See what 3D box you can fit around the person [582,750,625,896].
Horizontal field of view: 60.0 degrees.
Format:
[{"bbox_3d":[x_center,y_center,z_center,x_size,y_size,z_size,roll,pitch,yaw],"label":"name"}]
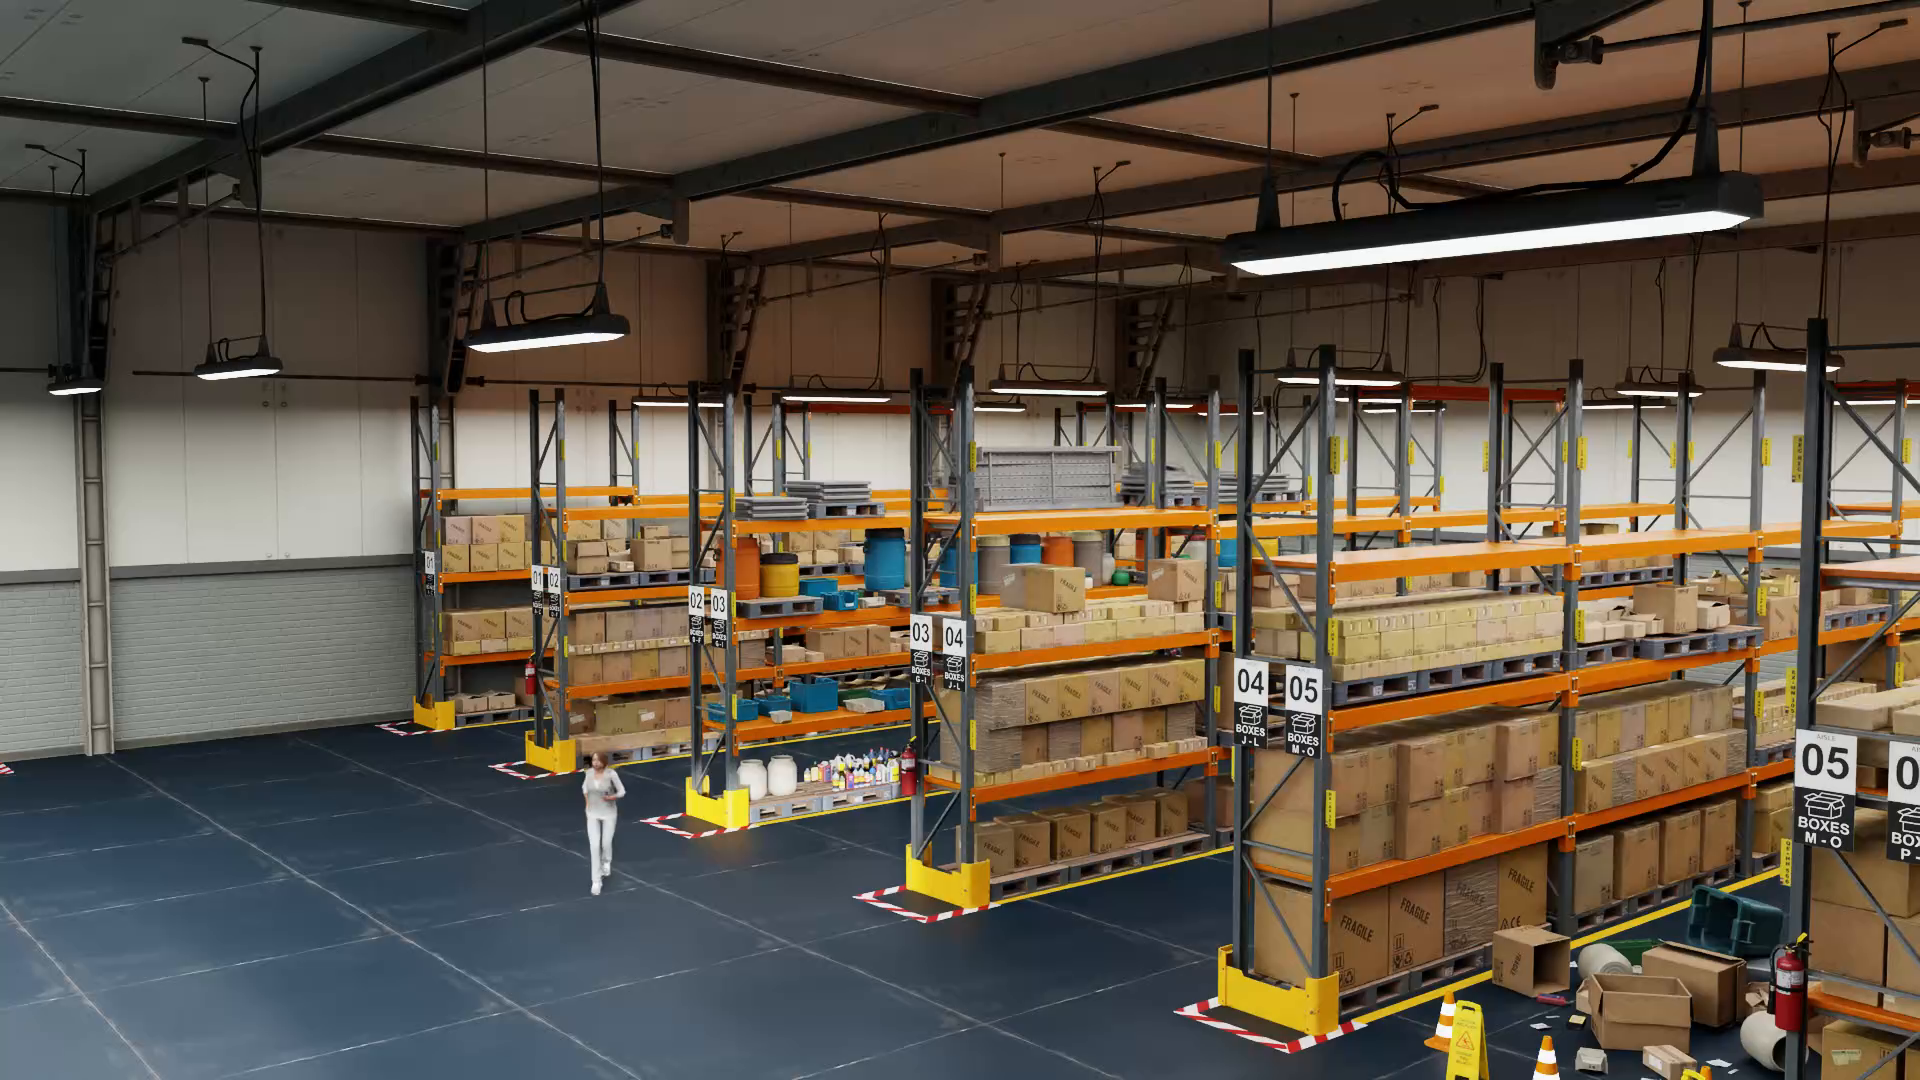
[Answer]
[{"bbox_3d":[-4.135,3.226,19.286,0.523,1.614,0.817,0,3,-3],"label":"person"}]
